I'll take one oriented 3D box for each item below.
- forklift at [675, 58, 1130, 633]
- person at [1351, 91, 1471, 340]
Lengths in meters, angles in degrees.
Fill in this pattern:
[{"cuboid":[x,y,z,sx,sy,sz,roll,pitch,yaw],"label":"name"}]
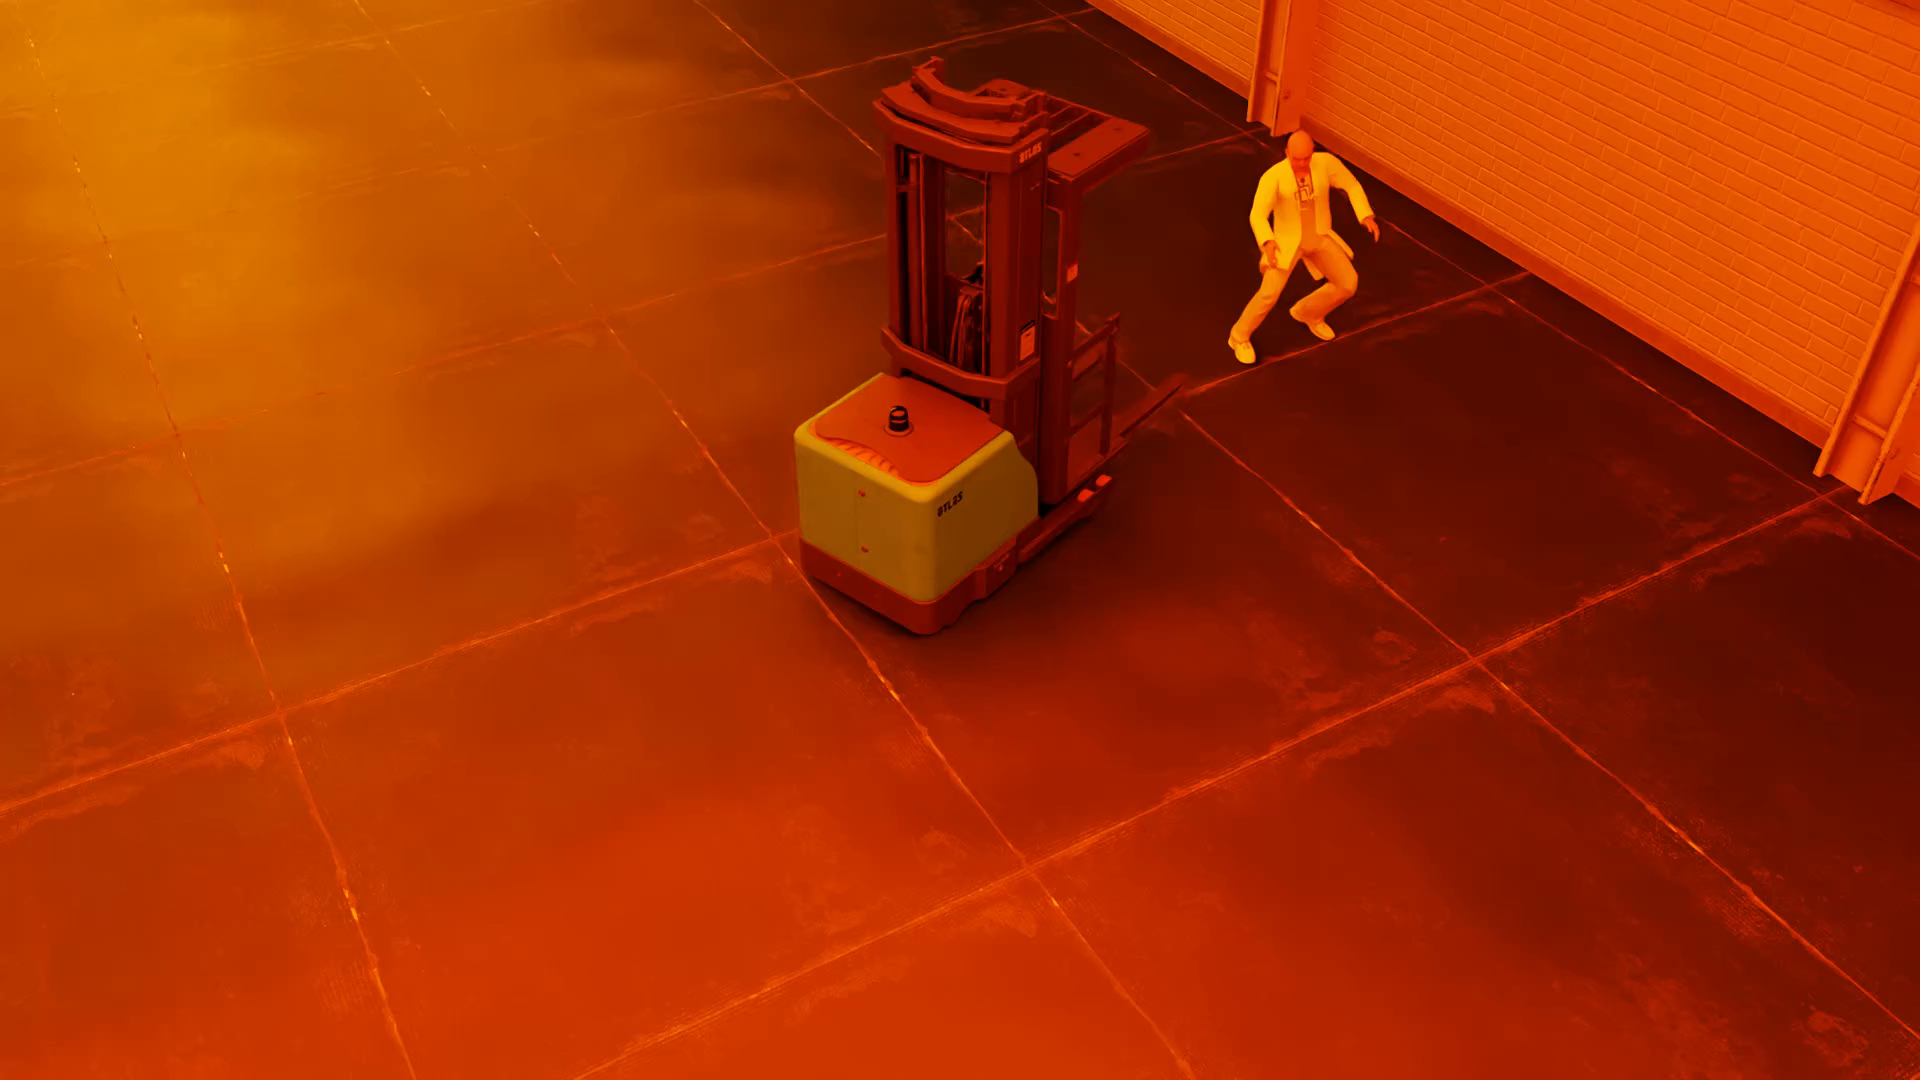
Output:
[{"cuboid":[-0.481,-1.366,9.683,3.031,2.935,1.130,26,46,28],"label":"forklift"},{"cuboid":[3.210,-2.352,11.782,0.433,1.772,0.749,-29,48,-30],"label":"person"}]
